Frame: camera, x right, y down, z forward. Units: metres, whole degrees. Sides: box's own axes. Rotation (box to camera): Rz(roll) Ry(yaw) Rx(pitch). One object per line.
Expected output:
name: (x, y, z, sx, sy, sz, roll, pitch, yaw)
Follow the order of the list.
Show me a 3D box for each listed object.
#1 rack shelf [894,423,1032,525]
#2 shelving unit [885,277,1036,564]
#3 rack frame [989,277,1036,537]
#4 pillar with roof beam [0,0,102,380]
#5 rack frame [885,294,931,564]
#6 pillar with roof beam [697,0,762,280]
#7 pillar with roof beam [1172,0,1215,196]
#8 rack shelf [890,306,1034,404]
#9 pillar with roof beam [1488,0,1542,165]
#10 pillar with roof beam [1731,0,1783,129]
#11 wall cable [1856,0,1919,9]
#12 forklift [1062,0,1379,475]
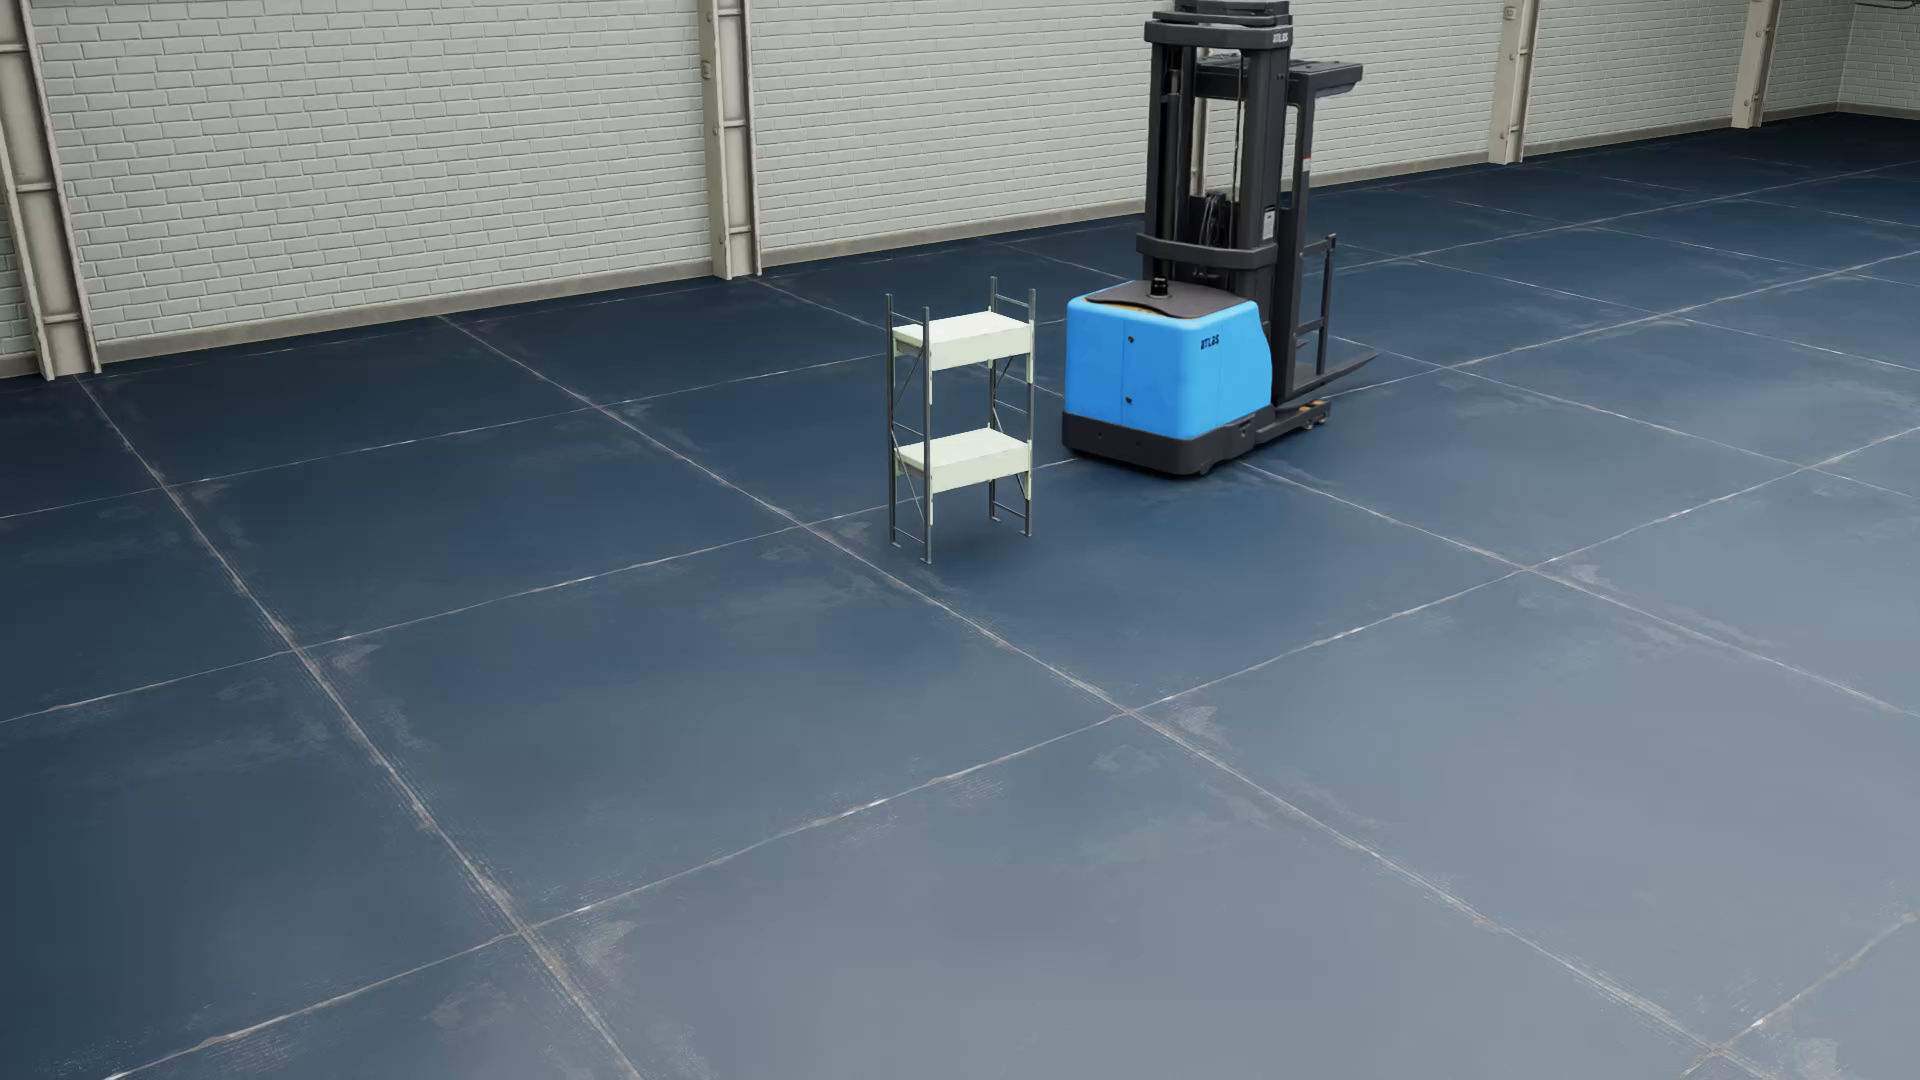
rack shelf: (0.005, -0.395, 9.743, 0.720, 0.370, 0.431, -15, 26, -33)
shelving unit: (0.005, -0.698, 9.622, 0.755, 1.500, 0.431, -15, 26, -33)
rack frame: (0.303, -0.777, 9.821, 0.023, 1.500, 0.400, -15, 26, -33)
pillar with roof beam: (-4.568, -4.222, 8.335, 0.400, 9.000, 9.100, -15, 26, -33)
rack frame: (-0.292, -0.619, 9.424, 0.023, 1.500, 0.400, -15, 26, -33)
pillar with roof beam: (0.303, -5.521, 11.589, 0.400, 9.000, 9.100, -15, 26, -33)
pillar with roof beam: (5.173, -6.819, 14.844, 0.400, 9.000, 9.100, -15, 26, -33)
rack shelf: (0.005, -1.061, 9.477, 0.720, 0.370, 0.431, -15, 26, -33)
pillar with roof beam: (10.044, -8.118, 18.098, 0.400, 9.000, 9.100, -15, 26, -33)
pillar with roof beam: (14.914, -9.417, 21.353, 0.400, 9.000, 9.100, -15, 26, -33)
wall cable: (15.564, -9.509, 25.775, 0.112, 2.526, 3.097, -15, 26, -33)
forklift: (2.026, -2.254, 11.590, 1.130, 2.935, 3.031, 17, 28, 37)
